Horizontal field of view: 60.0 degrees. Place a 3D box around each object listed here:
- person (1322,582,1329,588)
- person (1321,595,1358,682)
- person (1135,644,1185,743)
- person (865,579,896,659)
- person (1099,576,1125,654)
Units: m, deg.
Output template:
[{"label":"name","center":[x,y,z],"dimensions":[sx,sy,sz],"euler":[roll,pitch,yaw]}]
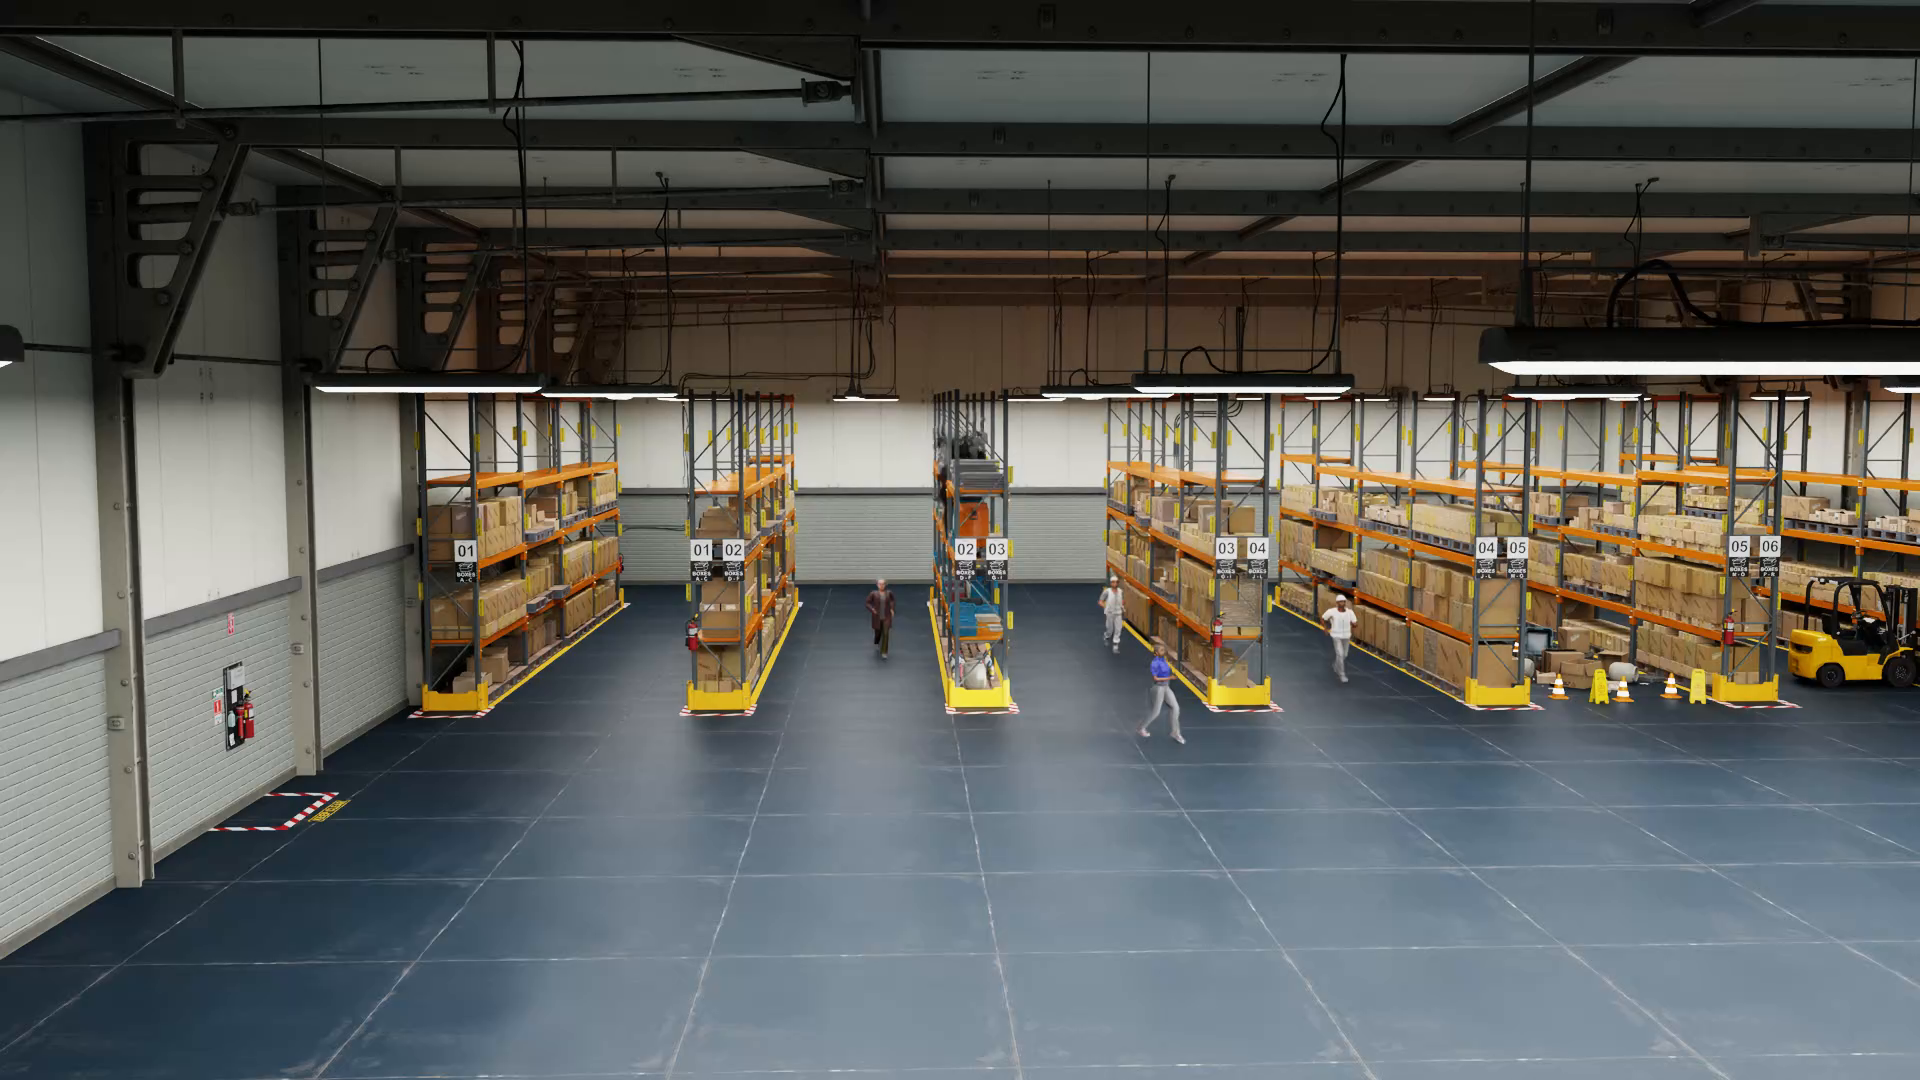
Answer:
[{"label":"person","center":[10.747,0.931,48.364],"dimensions":[0.739,1.707,0.875],"euler":[-4,6,-38]},{"label":"person","center":[7.885,2.007,34.426],"dimensions":[0.701,1.750,0.990],"euler":[-1,5,-11]},{"label":"person","center":[3.428,2.601,28.339],"dimensions":[0.867,1.684,0.583],"euler":[3,6,35]},{"label":"person","center":[-1.782,1.899,37.650],"dimensions":[0.709,1.511,1.018],"euler":[-1,5,-10]},{"label":"person","center":[3.523,1.714,38.236],"dimensions":[0.652,1.763,0.860],"euler":[-1,5,-14]}]
